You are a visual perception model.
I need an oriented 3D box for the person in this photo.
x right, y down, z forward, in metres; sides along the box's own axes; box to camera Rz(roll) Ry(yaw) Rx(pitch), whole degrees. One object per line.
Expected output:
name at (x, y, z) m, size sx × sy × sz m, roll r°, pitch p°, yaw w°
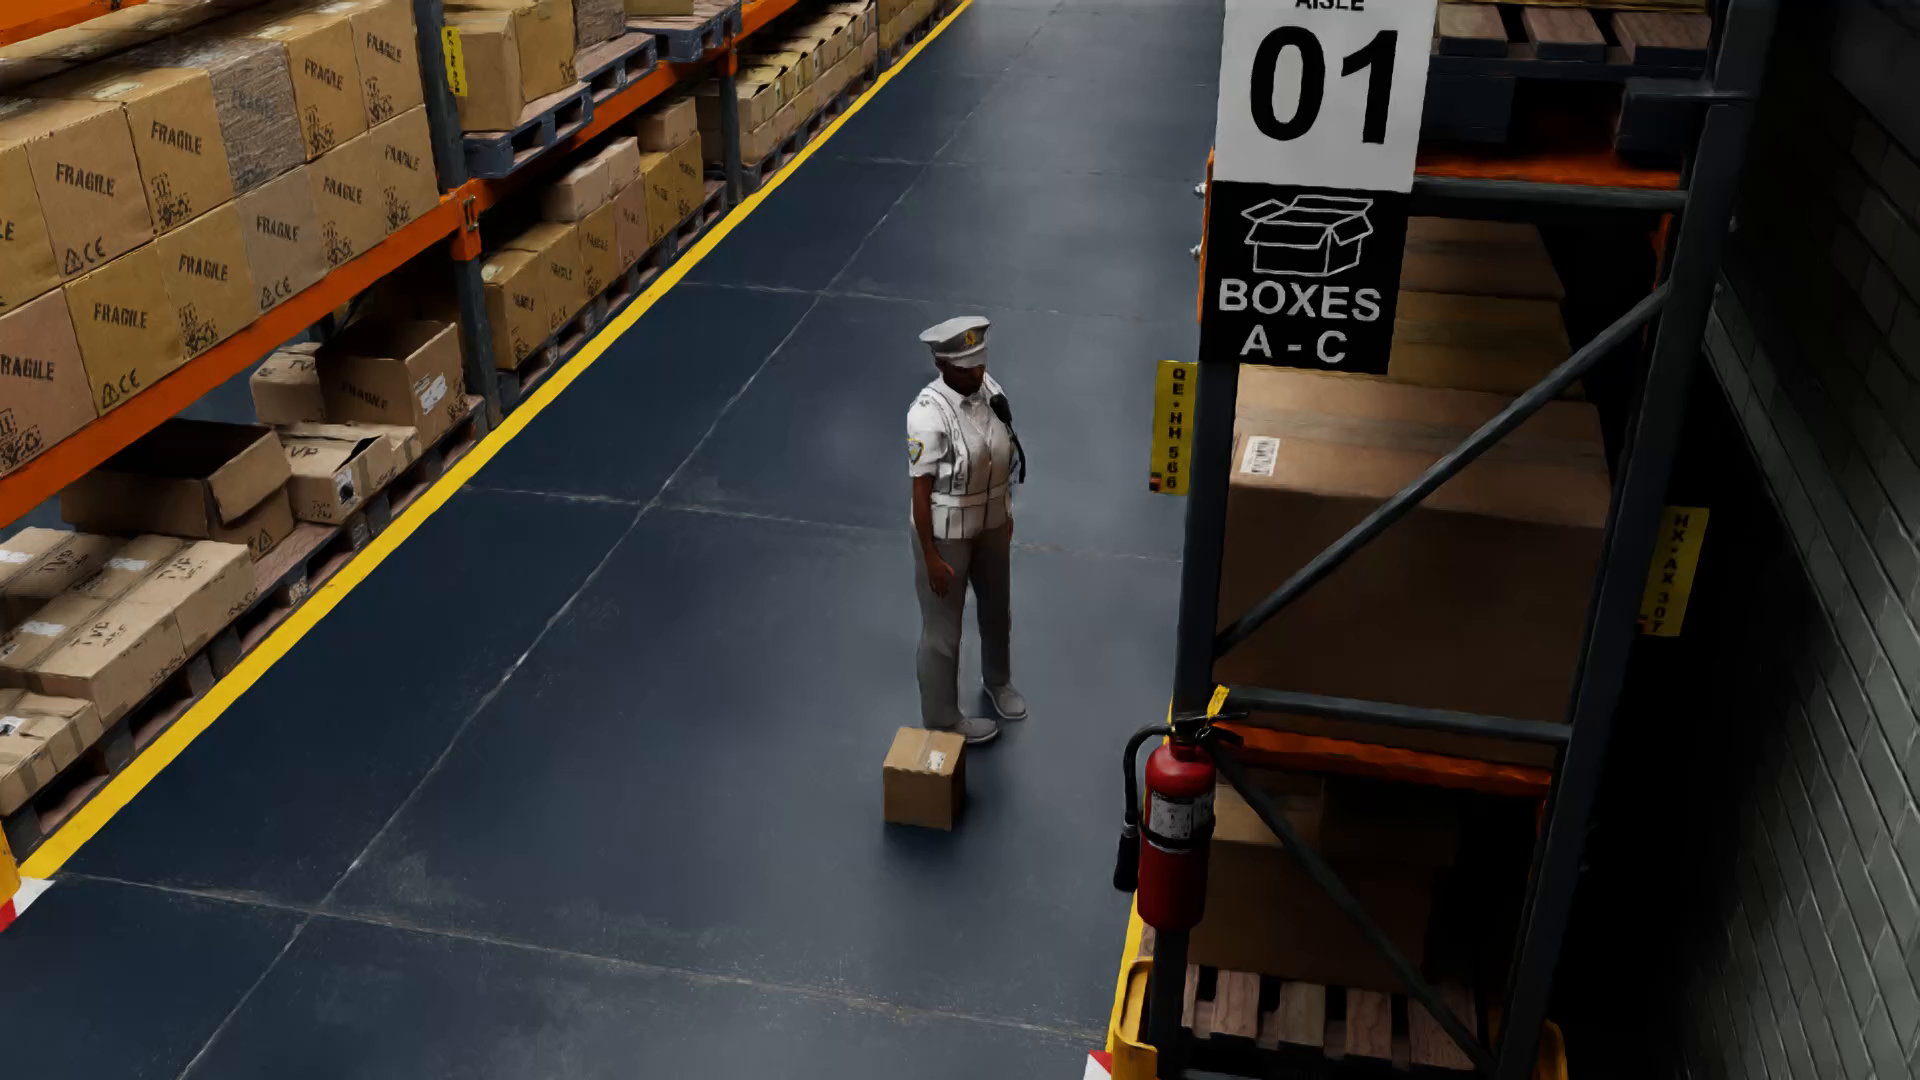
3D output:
person at (0.030, -0.028, 6.174) m, size 0.530 × 1.689 × 0.389 m, roll -25°, pitch 38°, yaw -38°
